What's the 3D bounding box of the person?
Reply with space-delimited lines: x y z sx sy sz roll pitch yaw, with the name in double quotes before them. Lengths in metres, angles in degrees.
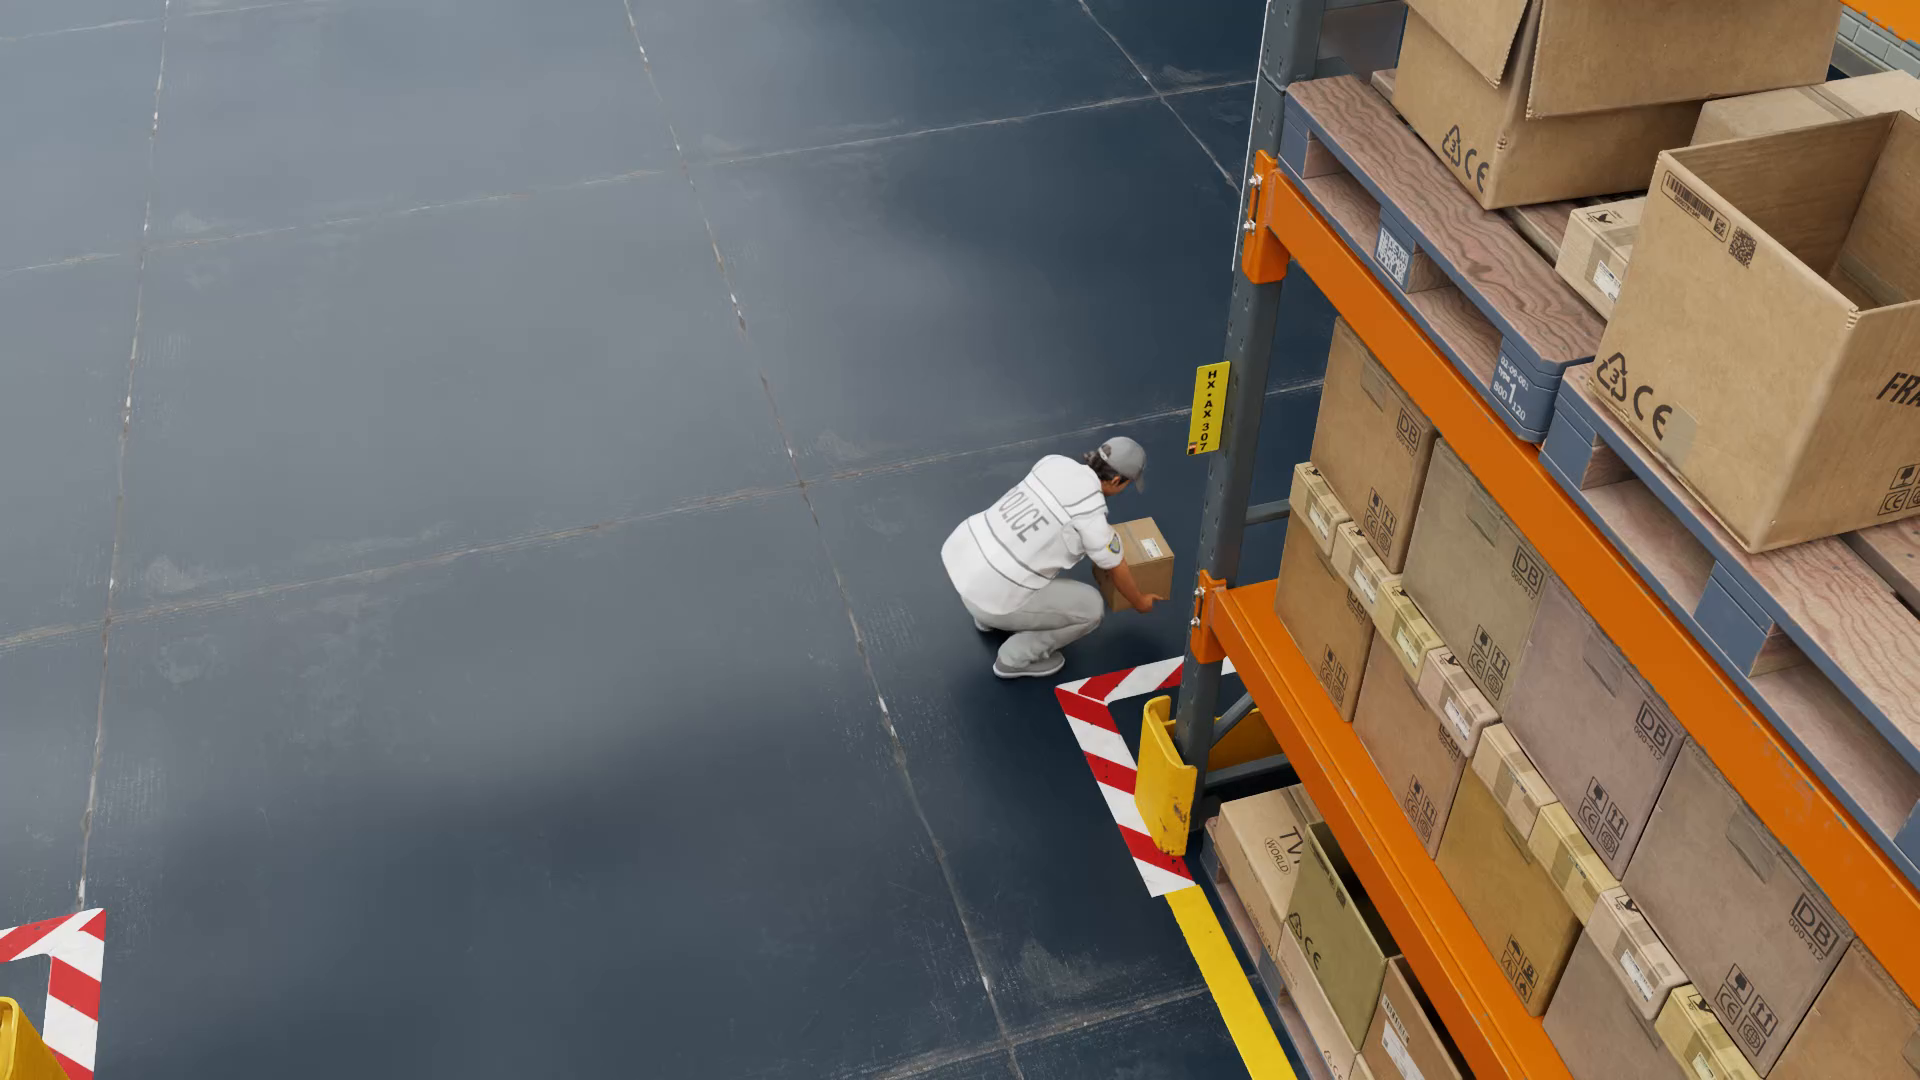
"person" 0.367 0.058 6.638 0.876 0.948 0.512 -13 44 -14
